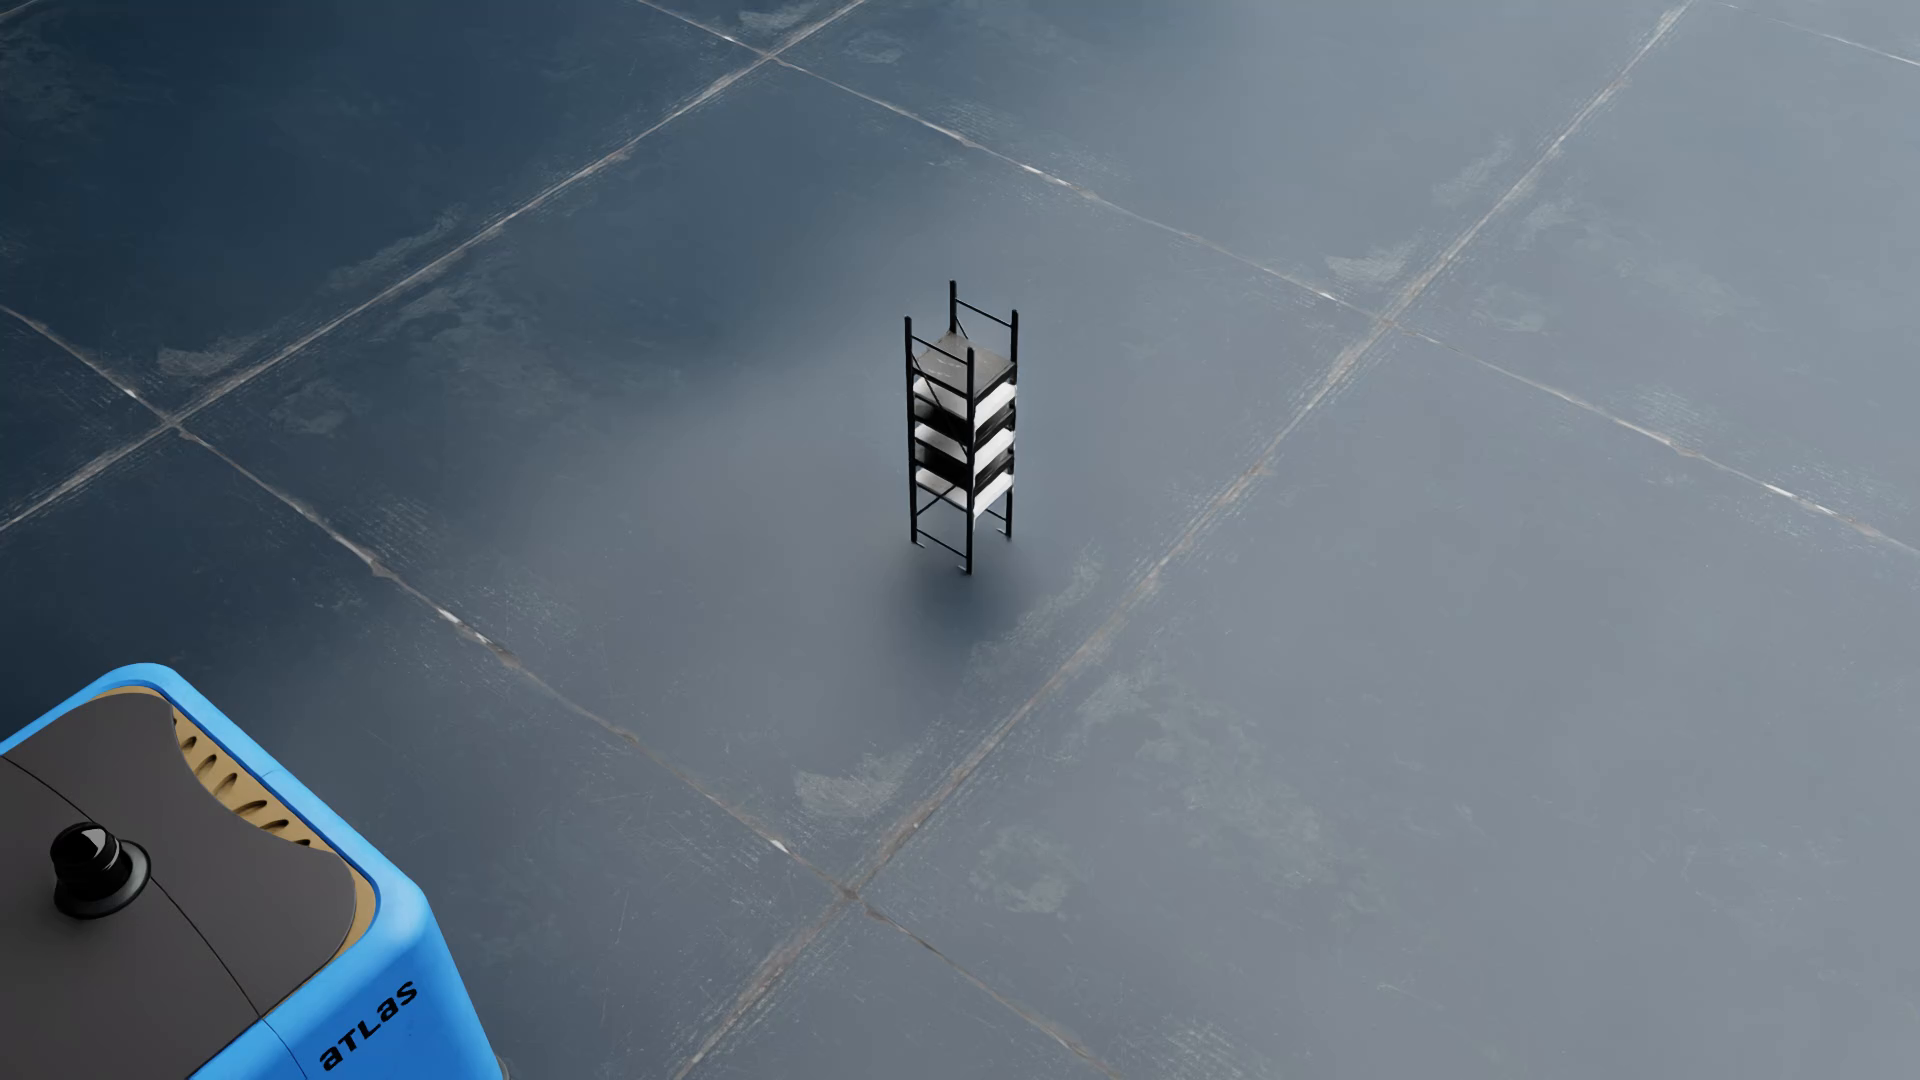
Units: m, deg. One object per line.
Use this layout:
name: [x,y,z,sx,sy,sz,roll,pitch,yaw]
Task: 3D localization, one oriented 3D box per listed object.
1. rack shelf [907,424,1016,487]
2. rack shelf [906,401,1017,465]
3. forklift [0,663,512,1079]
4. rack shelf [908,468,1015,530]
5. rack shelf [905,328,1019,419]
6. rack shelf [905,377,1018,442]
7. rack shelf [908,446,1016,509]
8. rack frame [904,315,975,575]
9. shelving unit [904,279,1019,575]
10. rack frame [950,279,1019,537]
rack shelf: [0.005,-0.292,4.953,0.258,0.077,0.200,29,53,25]
rack shelf: [0.005,-0.355,4.888,0.258,0.077,0.200,29,53,25]
forklift: [-2.318,1.008,2.260,1.130,2.935,3.031,31,54,26]
rack shelf: [0.005,-0.168,5.083,0.258,0.077,0.200,29,53,25]
rack shelf: [0.005,-0.479,4.758,0.258,0.077,0.200,29,53,25]
rack shelf: [0.005,-0.417,4.823,0.258,0.077,0.200,29,53,25]
rack shelf: [0.005,-0.230,5.018,0.258,0.077,0.200,29,53,25]
rack frame: [-0.057,-0.257,4.873,0.240,0.900,0.006,29,53,25]
shelving unit: [0.005,-0.315,4.929,0.258,0.900,0.210,29,53,25]
rack frame: [0.067,-0.374,4.985,0.240,0.900,0.006,29,53,25]
